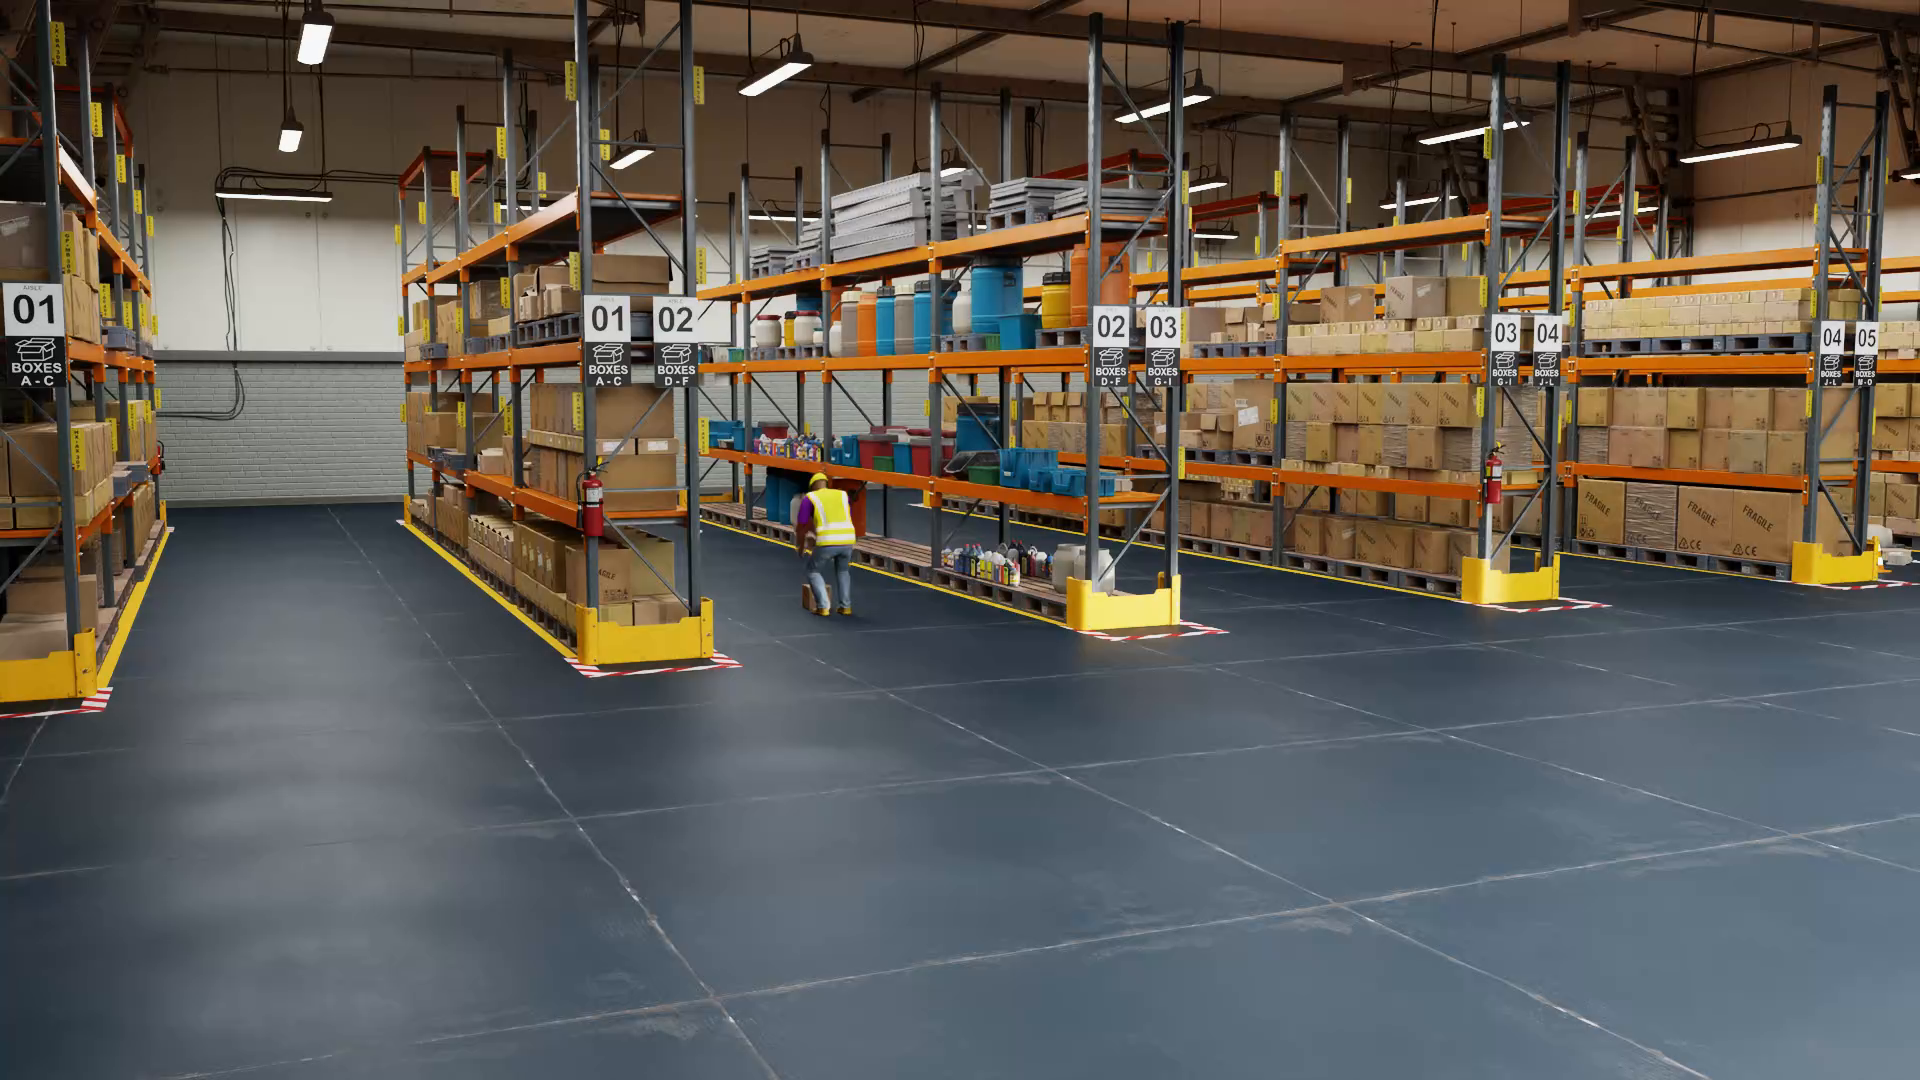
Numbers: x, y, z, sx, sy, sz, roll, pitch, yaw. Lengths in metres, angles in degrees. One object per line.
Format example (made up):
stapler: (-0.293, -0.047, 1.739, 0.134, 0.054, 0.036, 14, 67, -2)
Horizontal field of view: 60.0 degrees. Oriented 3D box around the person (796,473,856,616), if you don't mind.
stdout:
person: (-1.419, 0.042, 17.679, 0.629, 1.490, 0.709, -2, 6, -23)
